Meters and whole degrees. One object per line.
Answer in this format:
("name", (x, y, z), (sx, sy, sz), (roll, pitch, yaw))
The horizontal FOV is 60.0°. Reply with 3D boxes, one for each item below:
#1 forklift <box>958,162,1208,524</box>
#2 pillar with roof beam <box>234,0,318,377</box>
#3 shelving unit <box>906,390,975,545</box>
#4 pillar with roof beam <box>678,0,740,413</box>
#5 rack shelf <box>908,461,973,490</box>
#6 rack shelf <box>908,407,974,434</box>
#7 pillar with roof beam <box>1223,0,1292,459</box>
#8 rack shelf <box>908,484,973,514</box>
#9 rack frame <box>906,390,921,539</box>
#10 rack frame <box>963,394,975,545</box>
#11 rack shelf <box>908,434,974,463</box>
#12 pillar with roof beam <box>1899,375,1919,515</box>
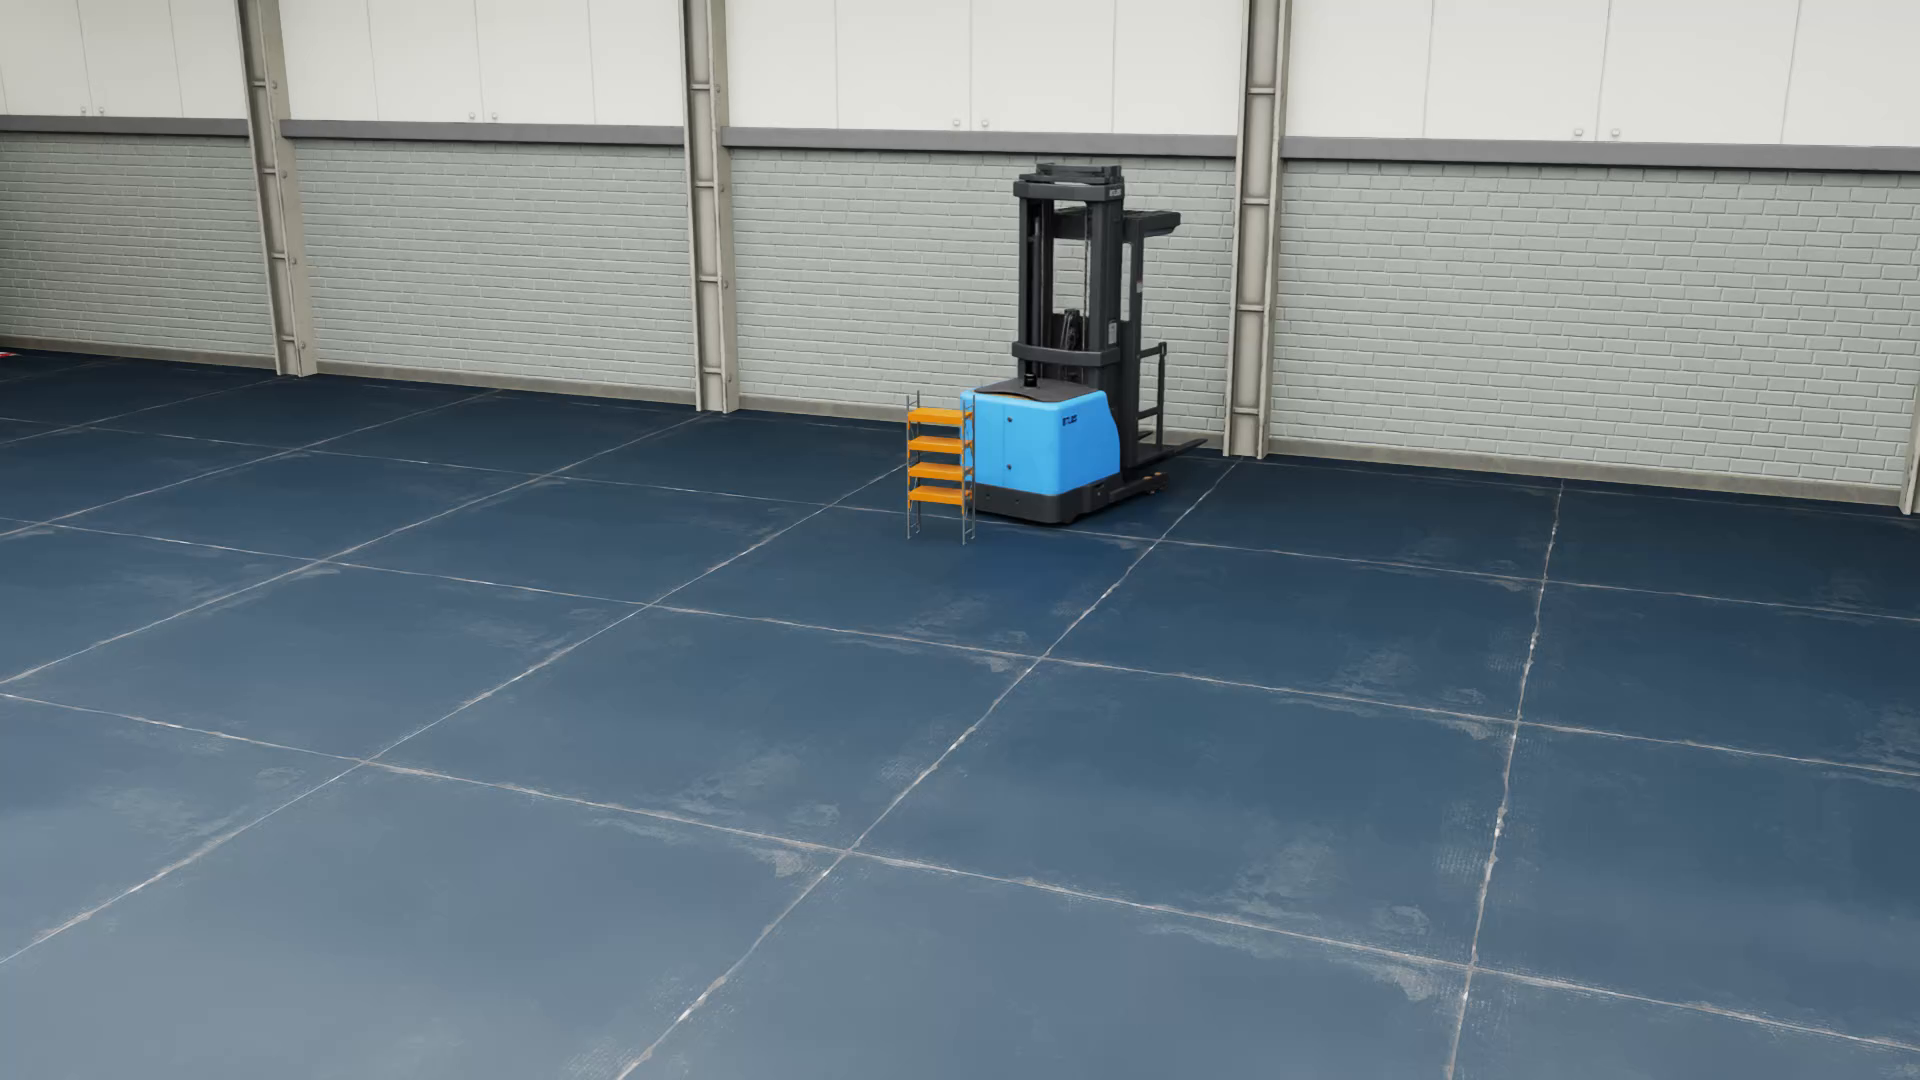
("forklift", (1.259, -1.892, 14.935), (1.130, 2.935, 3.031), (12, 20, 35))
("pillar with roof beam", (-9.886, -5.292, 15.763), (0.400, 9.000, 9.100), (6, 17, 21))
("shelving unit", (-0.154, -0.593, 13.565), (0.503, 1.200, 0.258), (6, 17, 21))
("pillar with roof beam", (-4.304, -4.679, 13.649), (0.400, 9.000, 9.100), (6, 17, 21))
("rack shelf", (-0.154, -0.529, 13.583), (0.480, 0.148, 0.258), (6, 17, 21))
("rack shelf", (-0.154, -0.971, 13.455), (0.480, 0.148, 0.258), (6, 17, 21))
("pillar with roof beam", (1.278, -4.065, 11.534), (0.400, 9.000, 9.100), (6, 17, 21))
("rack shelf", (-0.154, -0.338, 13.639), (0.480, 0.148, 0.258), (6, 17, 21))
("rack frame", (-0.381, -0.618, 13.651), (0.015, 1.200, 0.240), (6, 17, 21))
("rack frame", (0.073, -0.568, 13.479), (0.015, 1.200, 0.240), (6, 17, 21))
("rack shelf", (-0.154, -0.743, 13.521), (0.480, 0.148, 0.258), (6, 17, 21))
("pillar with roof beam", (6.859, -3.451, 9.420), (0.400, 9.000, 9.100), (6, 17, 21))
